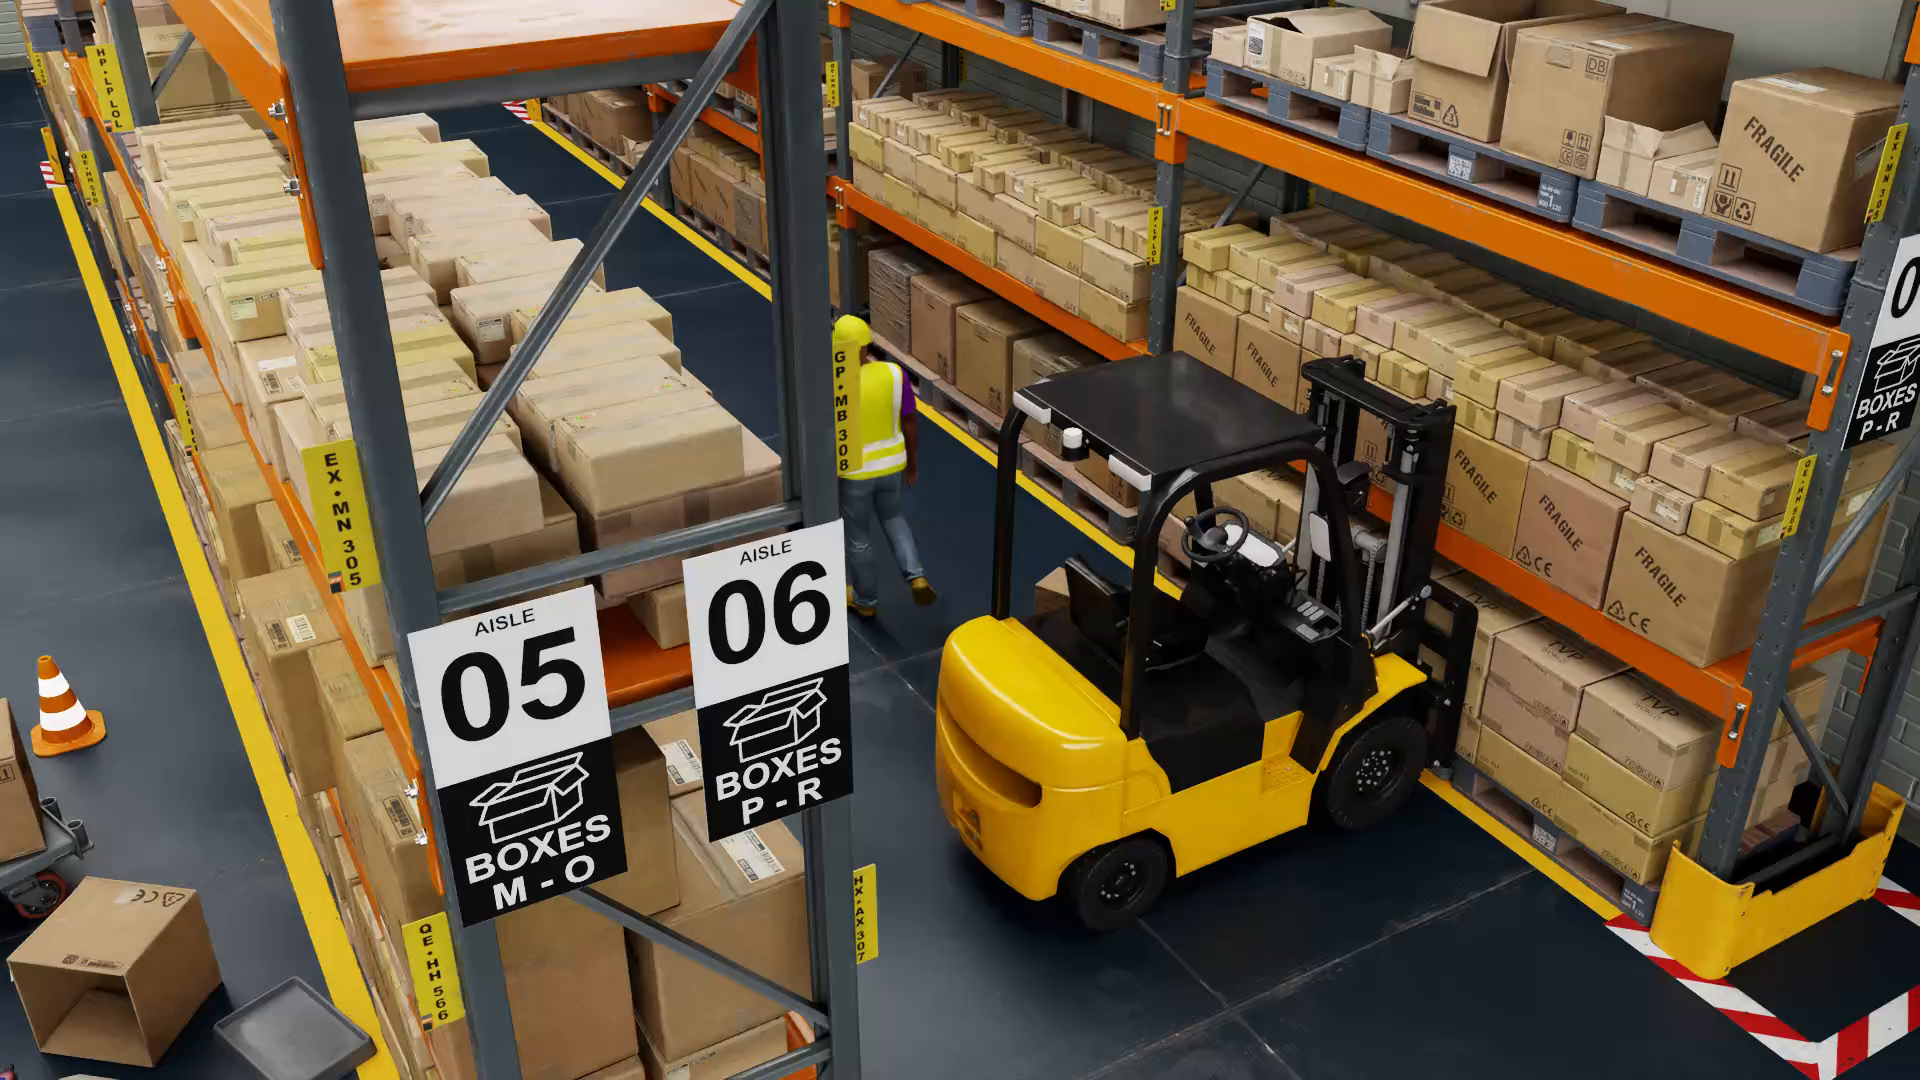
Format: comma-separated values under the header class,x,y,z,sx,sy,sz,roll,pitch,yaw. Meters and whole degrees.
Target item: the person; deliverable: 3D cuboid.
class,x,y,z,sx,sy,sz,roll,pitch,yaw
person,-0.464,-0.363,9.145,0.586,1.760,0.644,-16,33,-27
